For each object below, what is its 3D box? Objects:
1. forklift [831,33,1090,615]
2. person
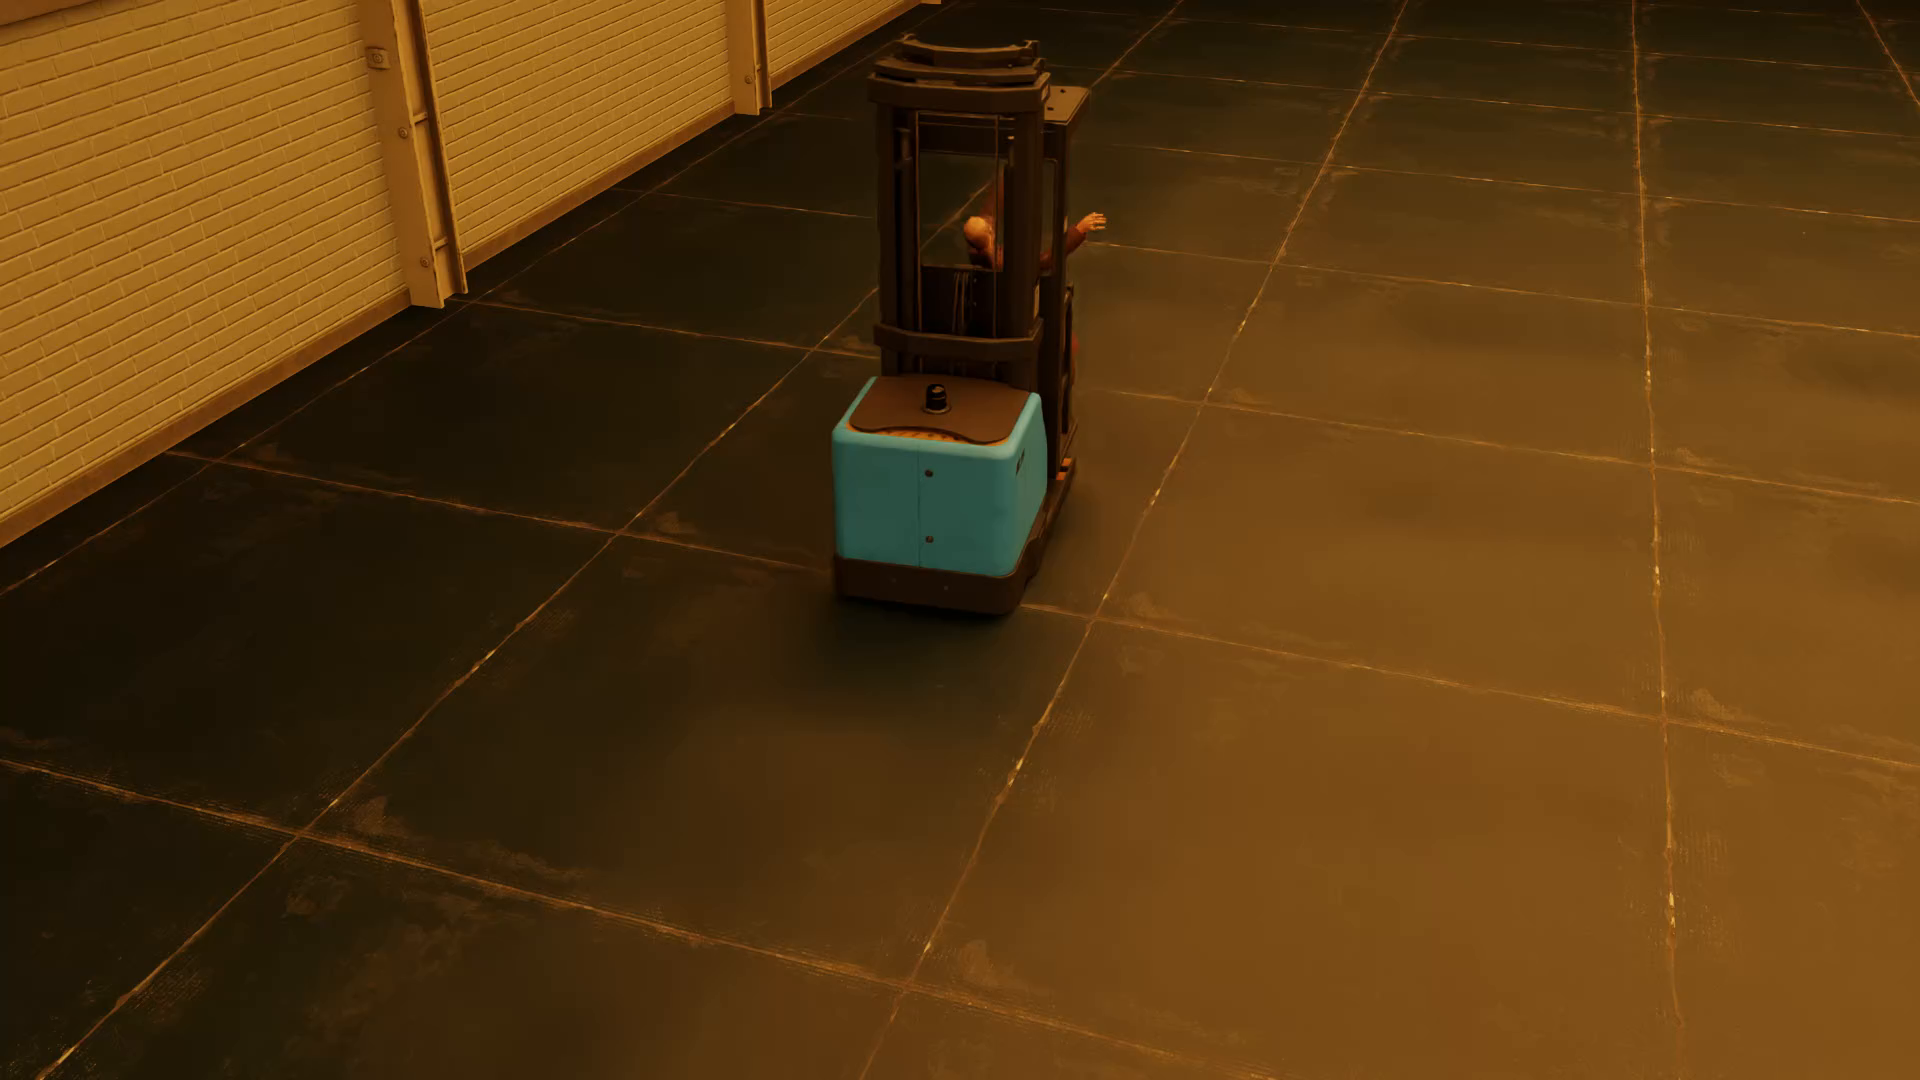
[{"bbox_3d":[0.127,-1.575,9.900,1.130,2.935,3.031,7,30,12],"label":"forklift"},{"bbox_3d":[0.424,-1.569,11.089,0.725,1.683,1.038,-15,33,-24],"label":"person"}]
